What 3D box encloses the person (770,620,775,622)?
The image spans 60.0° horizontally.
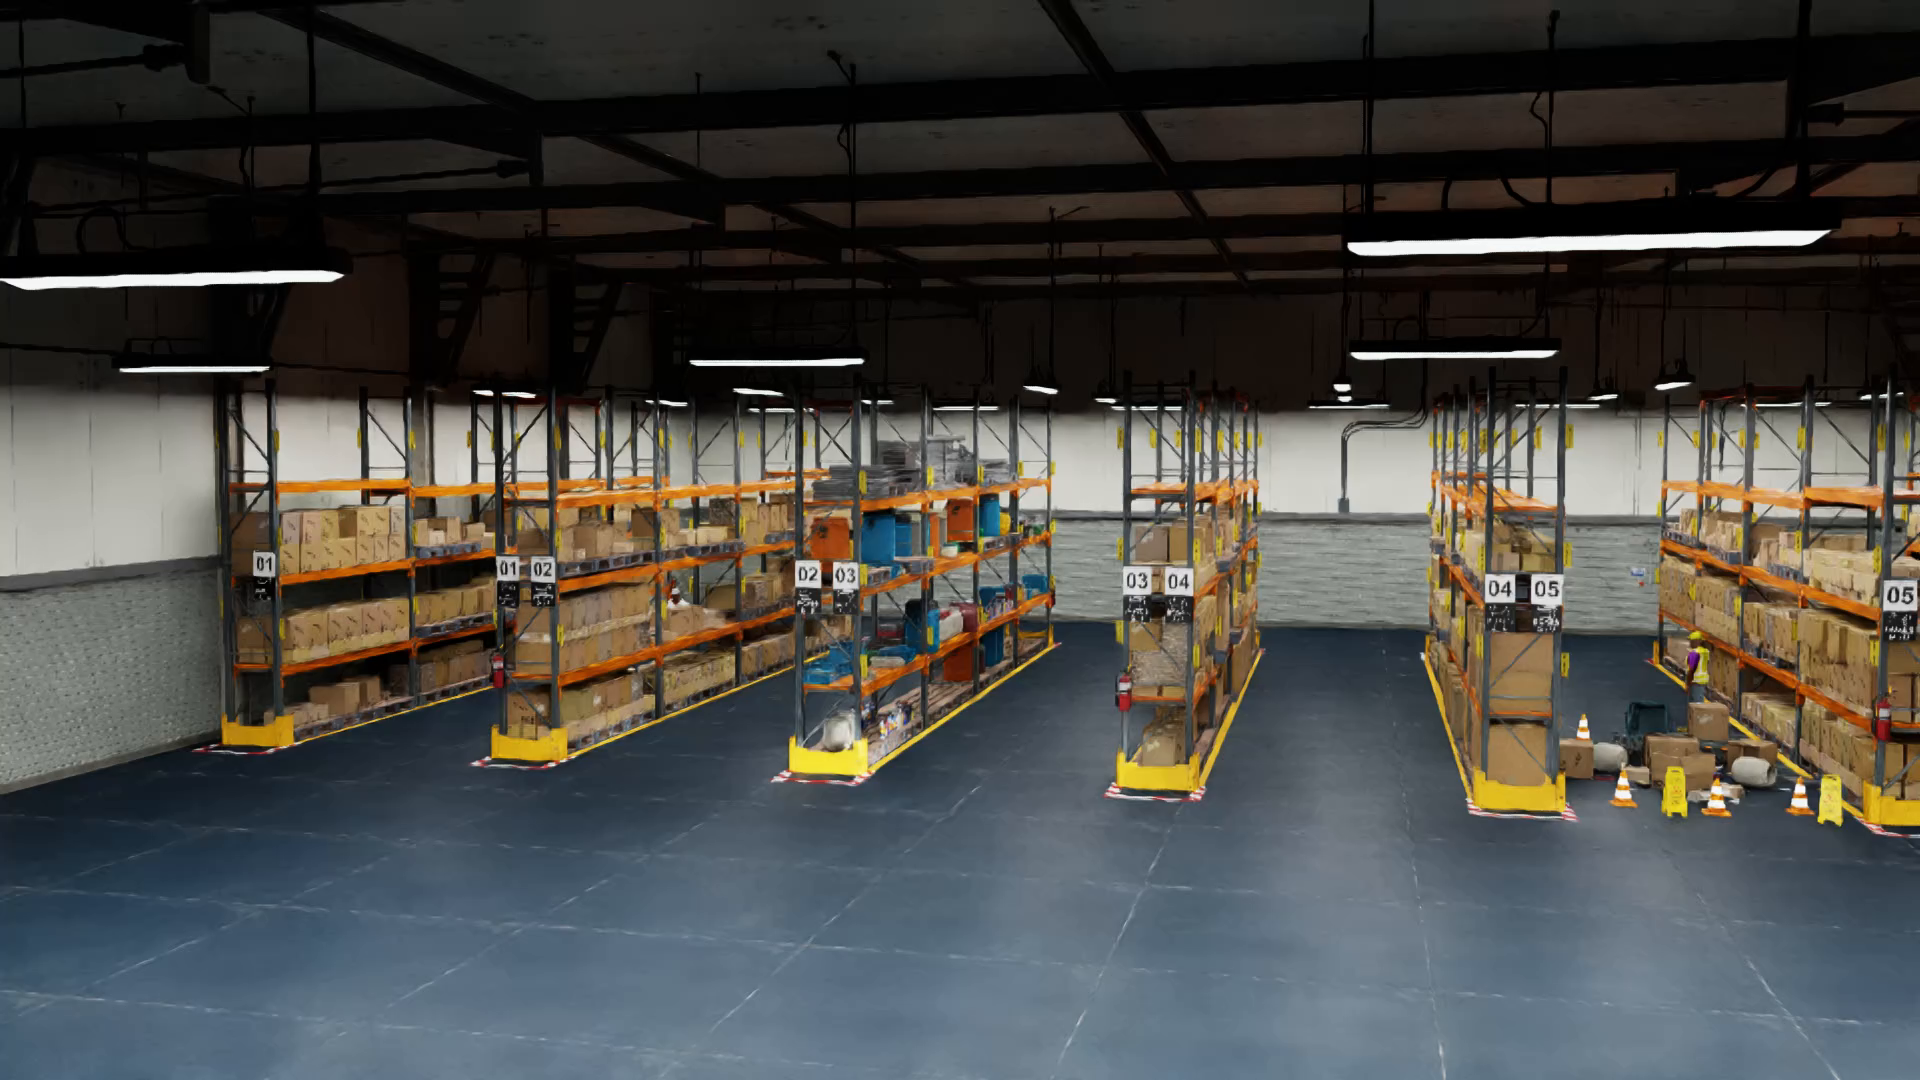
[{"bbox_3d":[-5.306,1.401,45.686,0.677,1.742,0.552,1,3,12],"label":"person"}]

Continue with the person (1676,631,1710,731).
[{"bbox_3d":[12.429,2.416,28.153,0.591,1.763,0.685,3,4,38],"label":"person"}]

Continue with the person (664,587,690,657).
[{"bbox_3d":[-6.359,1.903,37.407,0.575,1.689,1.128,1,3,11],"label":"person"}]
